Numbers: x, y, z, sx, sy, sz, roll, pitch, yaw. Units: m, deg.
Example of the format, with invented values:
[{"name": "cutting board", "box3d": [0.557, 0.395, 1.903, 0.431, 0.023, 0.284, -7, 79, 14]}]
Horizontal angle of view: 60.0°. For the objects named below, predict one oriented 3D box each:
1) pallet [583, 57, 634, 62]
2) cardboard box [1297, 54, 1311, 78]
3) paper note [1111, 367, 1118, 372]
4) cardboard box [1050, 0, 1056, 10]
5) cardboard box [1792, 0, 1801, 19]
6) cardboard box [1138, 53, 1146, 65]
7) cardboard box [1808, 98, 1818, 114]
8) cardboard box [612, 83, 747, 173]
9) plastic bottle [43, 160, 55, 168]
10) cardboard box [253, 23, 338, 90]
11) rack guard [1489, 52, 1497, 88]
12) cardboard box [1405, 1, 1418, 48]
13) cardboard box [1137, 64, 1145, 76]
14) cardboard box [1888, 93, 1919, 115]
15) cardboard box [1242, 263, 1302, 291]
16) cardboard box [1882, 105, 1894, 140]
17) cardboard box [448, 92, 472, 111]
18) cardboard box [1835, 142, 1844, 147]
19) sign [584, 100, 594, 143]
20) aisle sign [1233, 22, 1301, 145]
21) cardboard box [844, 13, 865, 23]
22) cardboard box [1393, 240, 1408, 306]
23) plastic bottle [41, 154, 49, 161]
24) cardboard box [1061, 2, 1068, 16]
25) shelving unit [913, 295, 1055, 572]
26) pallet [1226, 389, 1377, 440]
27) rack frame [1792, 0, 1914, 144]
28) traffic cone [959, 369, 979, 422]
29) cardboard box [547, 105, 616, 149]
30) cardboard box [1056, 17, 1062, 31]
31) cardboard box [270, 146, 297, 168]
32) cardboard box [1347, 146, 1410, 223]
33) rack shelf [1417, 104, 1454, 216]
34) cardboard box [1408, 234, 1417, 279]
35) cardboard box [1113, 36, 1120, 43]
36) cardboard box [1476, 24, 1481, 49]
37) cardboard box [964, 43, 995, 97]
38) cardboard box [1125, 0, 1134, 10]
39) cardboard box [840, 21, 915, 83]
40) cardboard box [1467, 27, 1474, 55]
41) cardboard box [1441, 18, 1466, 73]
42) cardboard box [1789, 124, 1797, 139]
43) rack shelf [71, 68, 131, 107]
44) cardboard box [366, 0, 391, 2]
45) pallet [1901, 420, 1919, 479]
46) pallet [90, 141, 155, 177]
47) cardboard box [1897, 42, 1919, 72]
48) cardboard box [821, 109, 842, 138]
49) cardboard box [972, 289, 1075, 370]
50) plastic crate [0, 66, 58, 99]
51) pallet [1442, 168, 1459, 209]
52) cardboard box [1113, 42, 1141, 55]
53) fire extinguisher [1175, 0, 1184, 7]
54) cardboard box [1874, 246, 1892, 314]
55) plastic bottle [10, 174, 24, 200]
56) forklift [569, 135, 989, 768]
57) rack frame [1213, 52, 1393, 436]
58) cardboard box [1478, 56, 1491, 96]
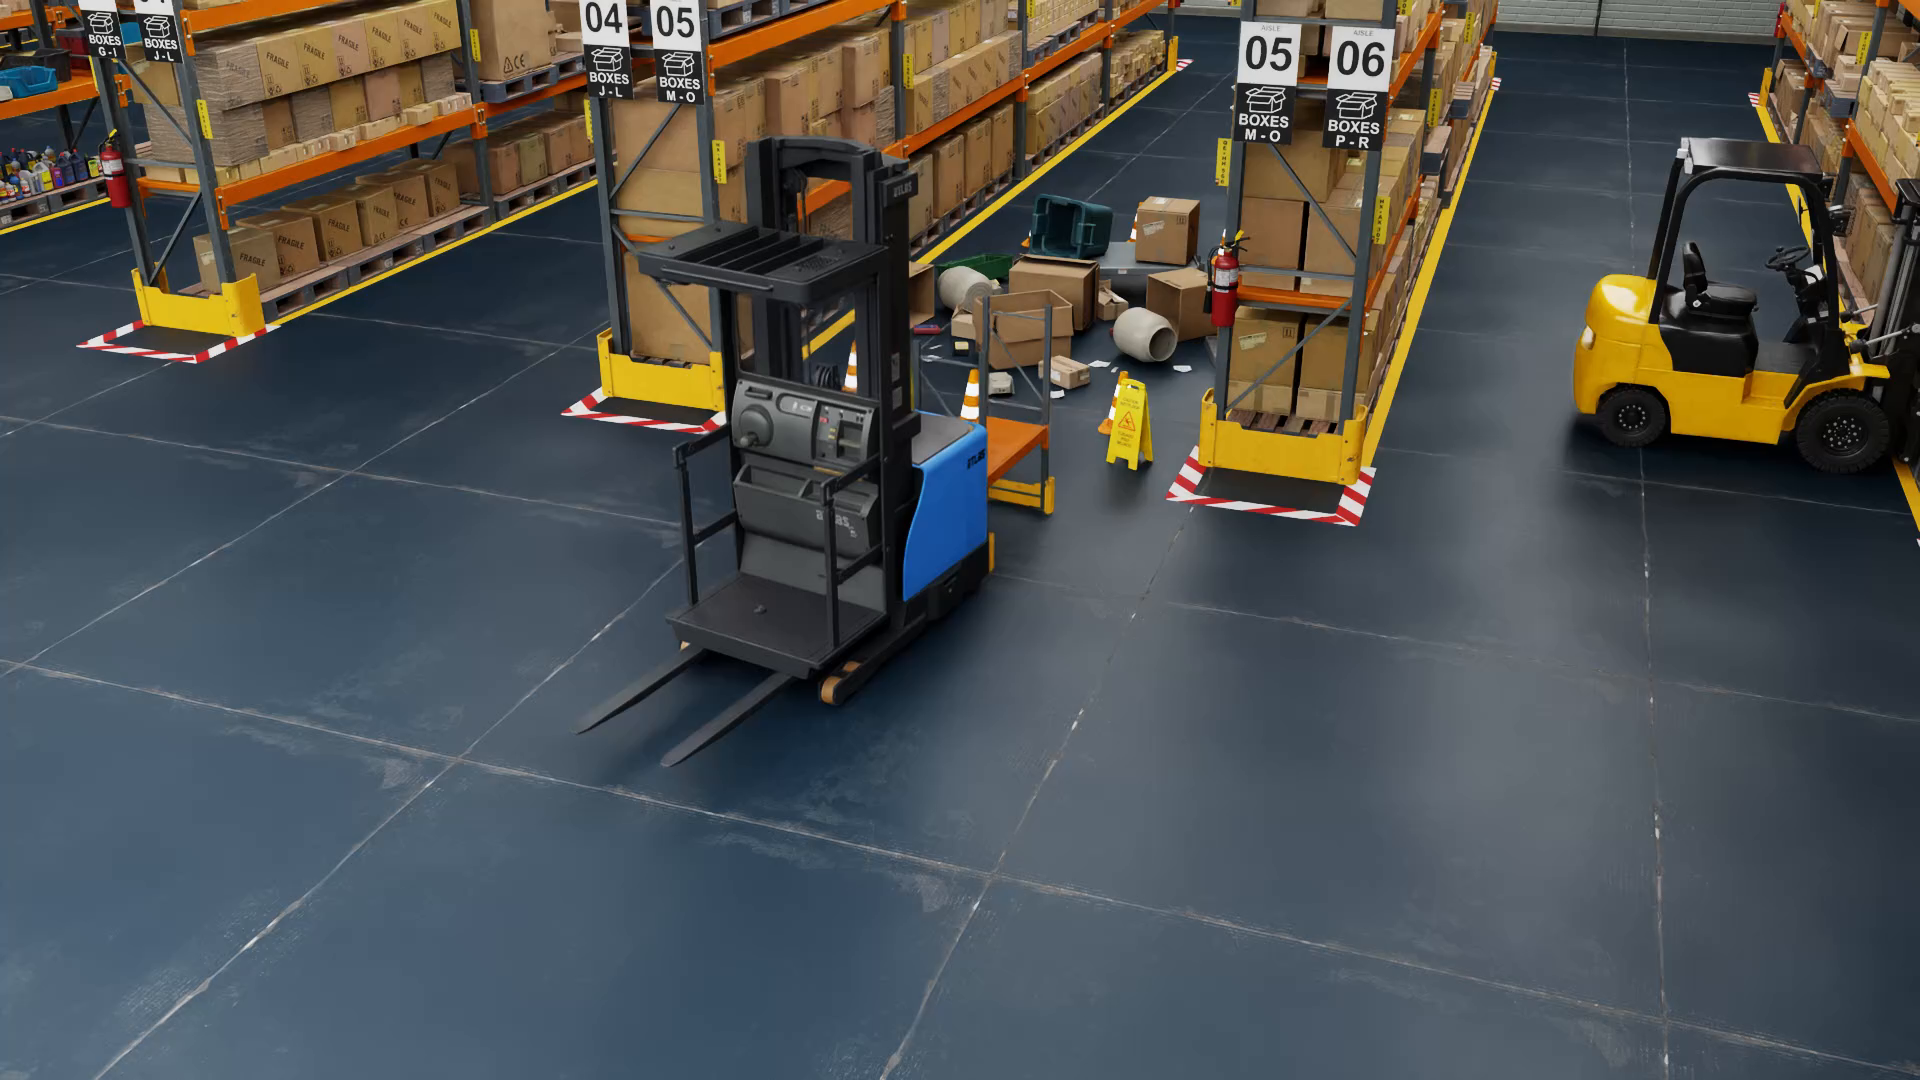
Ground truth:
[{"name": "pallet", "box3d": [-4.474, -6.194, 20.821, 1.213, 0.211, 1.003, 9, 27, 17]}, {"name": "cardboard box", "box3d": [2.201, -3.288, 11.445, 0.380, 0.149, 0.250, 9, 27, 18]}, {"name": "paper note", "box3d": [1.327, -1.461, 14.255, 0.032, 0.001, 0.123, 9, 27, 17]}, {"name": "cardboard box", "box3d": [0.992, -6.765, 20.903, 0.380, 0.149, 0.250, 10, 28, 20]}, {"name": "cardboard box", "box3d": [11.614, -7.224, 22.559, 0.500, 0.250, 0.500, 8, 27, 16]}, {"name": "cardboard box", "box3d": [2.628, -7.366, 25.469, 0.380, 0.149, 0.250, 10, 28, 20]}, {"name": "cardboard box", "box3d": [10.651, -5.324, 20.446, 0.380, 0.149, 0.250, 10, 28, 20]}, {"name": "cardboard box", "box3d": [-2.196, -3.241, 13.090, 0.875, 0.550, 0.550, 9, 27, 17]}, {"name": "plastic bottle", "box3d": [-10.494, -4.261, 19.229, 0.152, 0.276, 0.135, 9, 27, 17]}, {"name": "cardboard box", "box3d": [-6.222, -4.527, 15.554, 0.500, 0.500, 0.500, 9, 27, 17]}, {"name": "rack guard", "box3d": [7.678, -7.324, 25.803, 1.175, 0.500, 0.348, 9, 27, 17]}, {"name": "cardboard box", "box3d": [2.941, -3.654, 11.743, 0.500, 0.250, 0.500, 8, 27, 17]}, {"name": "cardboard box", "box3d": [2.625, -7.232, 25.533, 0.380, 0.149, 0.250, 9, 27, 18]}, {"name": "cardboard box", "box3d": [8.675, -3.949, 15.104, 0.380, 0.149, 0.250, 8, 27, 16]}, {"name": "cardboard box", "box3d": [2.268, -1.936, 12.094, 0.380, 0.149, 0.250, 10, 27, 19]}, {"name": "cardboard box", "box3d": [8.807, -3.812, 15.280, 0.500, 0.250, 0.500, 9, 27, 18]}, {"name": "cardboard box", "box3d": [-5.463, -4.701, 17.805, 0.380, 0.149, 0.250, 9, 27, 17]}, {"name": "cardboard box", "box3d": [9.806, -4.247, 18.222, 0.380, 0.149, 0.250, 8, 27, 16]}, {"name": "sign", "box3d": [-2.863, -3.252, 12.925, 0.100, 0.325, 0.005, 9, 27, 17]}, {"name": "aisle sign", "box3d": [2.052, -3.051, 11.125, 0.394, 0.787, 0.004, 9, 27, 17]}, {"name": "cardboard box", "box3d": [-2.116, -8.460, 27.238, 0.875, 0.875, 0.875, 9, 27, 17]}, {"name": "cardboard box", "box3d": [3.565, -2.305, 14.382, 0.500, 0.500, 0.500, 9, 27, 18]}, {"name": "plastic bottle", "box3d": [-10.892, -4.493, 19.793, 0.097, 0.201, 0.097, 0, 26, 0]}, {"name": "cardboard box", "box3d": [1.170, -6.848, 21.417, 0.380, 0.149, 0.250, 10, 27, 19]}, {"name": "shelving unit", "box3d": [0.163, -0.729, 11.035, 0.587, 1.500, 1.083, 12, 28, 23]}, {"name": "pallet", "box3d": [2.675, -0.969, 13.009, 1.003, 0.211, 1.213, 9, 27, 17]}, {"name": "rack frame", "box3d": [11.021, -6.077, 20.359, 1.000, 3.000, 0.127, 9, 27, 17]}, {"name": "traffic cone", "box3d": [0.112, -1.107, 13.006, 0.336, 0.463, 0.334, 9, 27, 17]}, {"name": "cardboard box", "box3d": [-4.714, -5.154, 20.815, 0.700, 0.500, 0.500, 6, 27, 13]}, {"name": "cardboard box", "box3d": [1.085, -6.604, 21.253, 0.380, 0.149, 0.250, 9, 27, 18]}, {"name": "cardboard box", "box3d": [-6.418, -3.577, 15.484, 0.380, 0.149, 0.250, 9, 27, 17]}, {"name": "cardboard box", "box3d": [3.264, -2.830, 13.198, 0.500, 0.500, 0.500, 8, 27, 16]}, {"name": "rack shelf", "box3d": [4.342, -4.006, 16.907, 1.077, 0.370, 4.000, 9, 27, 17]}, {"name": "cardboard box", "box3d": [3.849, -2.730, 15.980, 0.950, 0.372, 0.625, 9, 27, 18]}, {"name": "cardboard box", "box3d": [2.286, -7.793, 26.011, 0.380, 0.149, 0.250, 7, 27, 15]}, {"name": "cardboard box", "box3d": [6.427, -6.507, 21.419, 0.500, 0.250, 0.500, 8, 27, 16]}, {"name": "cardboard box", "box3d": [0.076, -5.239, 18.513, 0.500, 0.500, 0.500, 8, 27, 17]}, {"name": "cardboard box", "box3d": [2.337, -7.867, 24.344, 0.380, 0.149, 0.250, 9, 27, 18]}, {"name": "cardboard box", "box3d": [-0.865, -4.884, 16.633, 0.700, 0.500, 0.500, 8, 27, 17]}, {"name": "cardboard box", "box3d": [5.760, -5.897, 19.585, 0.500, 0.250, 0.500, 9, 27, 17]}, {"name": "cardboard box", "box3d": [5.119, -5.292, 17.801, 0.500, 0.500, 0.500, 8, 27, 16]}, {"name": "cardboard box", "box3d": [10.929, -5.254, 21.450, 0.380, 0.149, 0.250, 8, 27, 16]}, {"name": "rack shelf", "box3d": [-9.674, -6.161, 21.359, 1.077, 0.370, 4.000, 9, 27, 17]}, {"name": "cardboard box", "box3d": [-6.058, -5.426, 17.411, 0.500, 0.500, 0.500, 9, 27, 17]}, {"name": "pallet", "box3d": [7.650, -0.711, 12.475, 1.003, 0.211, 1.213, 9, 27, 17]}, {"name": "pallet", "box3d": [-10.114, -4.736, 20.790, 1.003, 0.211, 1.213, 9, 27, 17]}, {"name": "cardboard box", "box3d": [10.008, -4.856, 17.241, 0.500, 0.500, 0.500, 10, 28, 20]}, {"name": "cardboard box", "box3d": [-1.589, -3.664, 15.203, 0.875, 0.550, 0.550, 9, 27, 17]}, {"name": "cardboard box", "box3d": [0.543, -1.829, 14.451, 0.797, 0.503, 0.637, -9, 27, -18]}, {"name": "plastic crate", "box3d": [-10.451, -5.102, 18.516, 0.499, 0.251, 0.616, 9, 27, 17]}, {"name": "pallet", "box3d": [5.341, -4.210, 19.702, 1.003, 0.211, 1.213, 9, 27, 17]}, {"name": "cardboard box", "box3d": [2.552, -7.507, 25.420, 0.380, 0.149, 0.250, 8, 27, 16]}, {"name": "fire extinguisher", "box3d": [3.487, -8.949, 26.808, 0.296, 0.674, 0.183, 9, 27, 17]}, {"name": "cardboard box", "box3d": [8.522, -2.126, 14.441, 0.875, 0.625, 0.625, 10, 28, 20]}, {"name": "plastic bottle", "box3d": [-10.558, -3.955, 18.601, 0.097, 0.271, 0.097, 0, 26, 0]}, {"name": "forklift", "box3d": [-0.991, -0.618, 9.163, 1.130, 2.935, 3.031, 14, 29, 27]}, {"name": "rack frame", "box3d": [2.346, -1.864, 11.658, 1.000, 3.000, 0.127, 9, 27, 17]}, {"name": "cardboard box", "box3d": [7.248, -6.812, 24.335, 0.875, 0.438, 0.875, 9, 27, 19]}]
